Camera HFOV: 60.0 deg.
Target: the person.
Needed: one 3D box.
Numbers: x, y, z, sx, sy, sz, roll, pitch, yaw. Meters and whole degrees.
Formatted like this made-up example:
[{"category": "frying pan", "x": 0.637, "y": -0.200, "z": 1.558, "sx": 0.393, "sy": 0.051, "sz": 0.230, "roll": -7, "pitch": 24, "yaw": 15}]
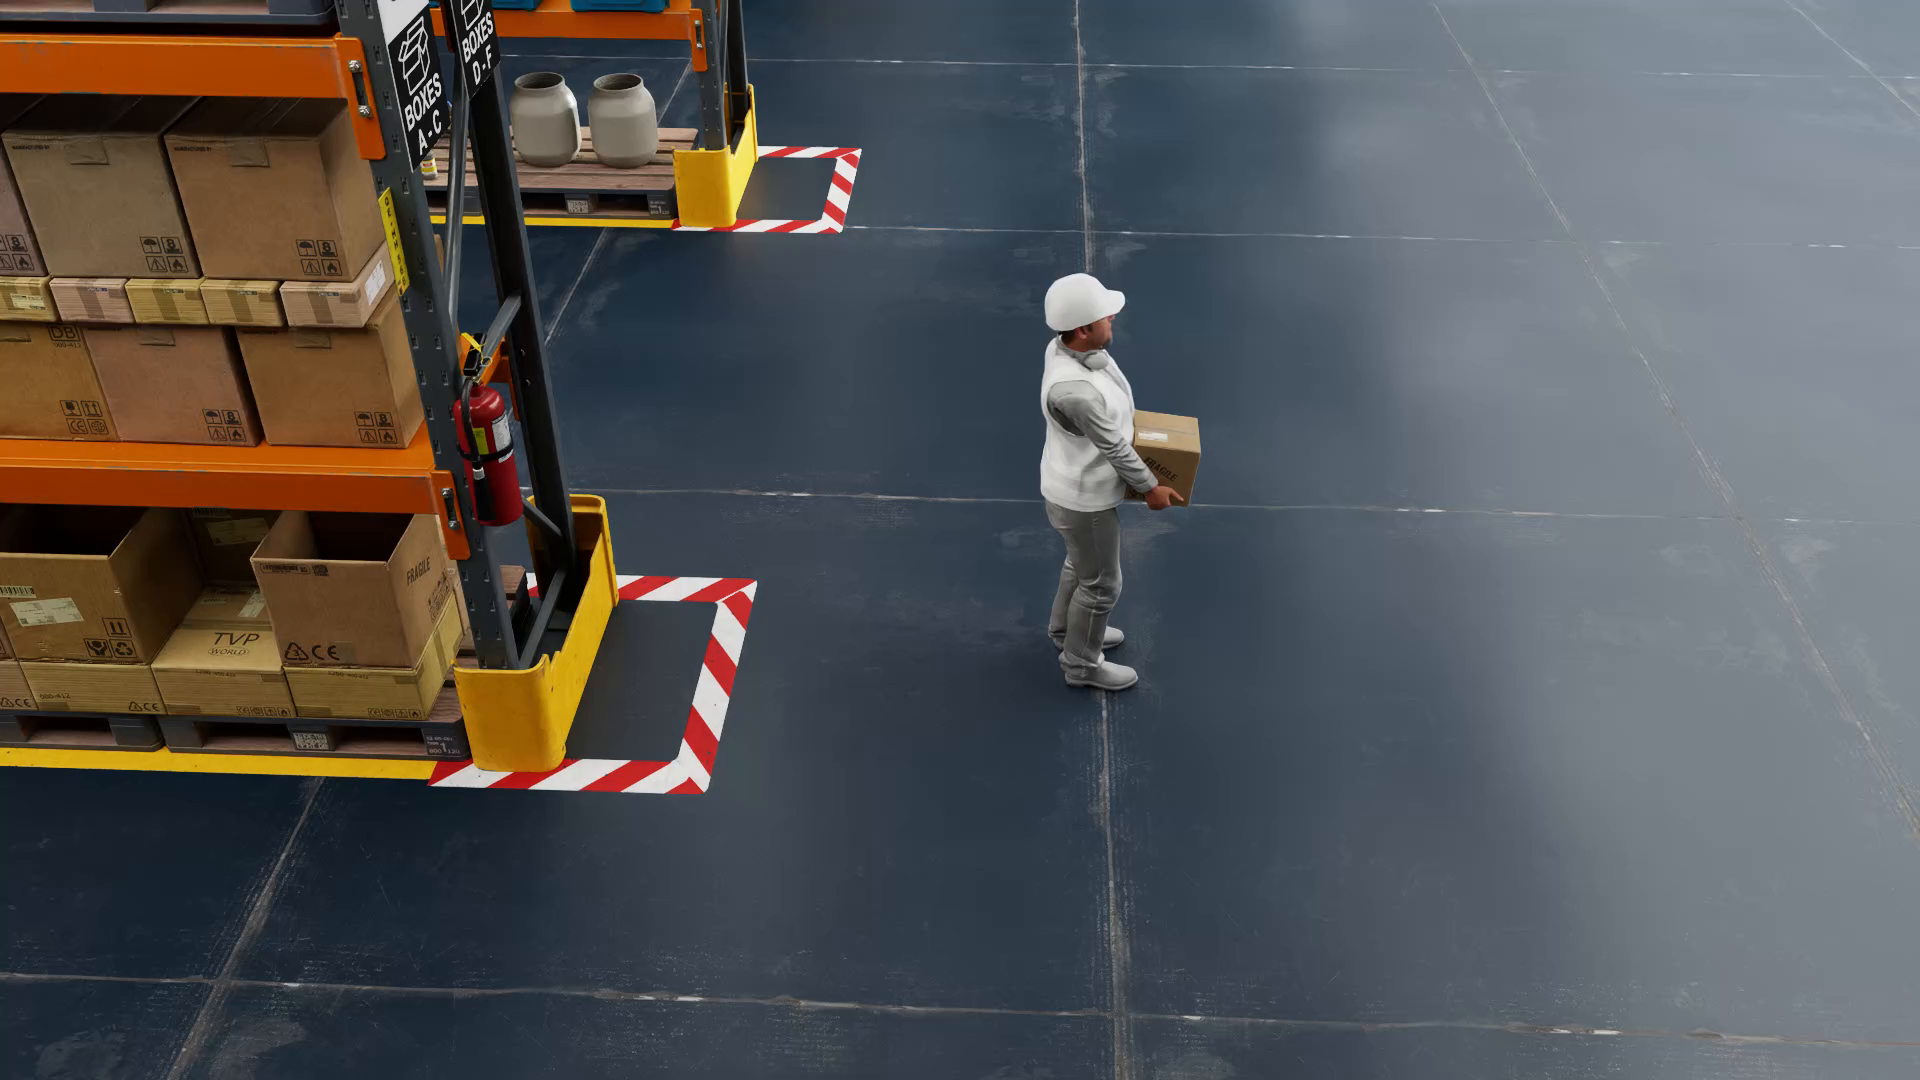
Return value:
[{"category": "person", "x": 0.578, "y": -0.217, "z": 6.436, "sx": 0.550, "sy": 1.762, "sz": 0.494, "roll": 2, "pitch": 36, "yaw": 3}]
